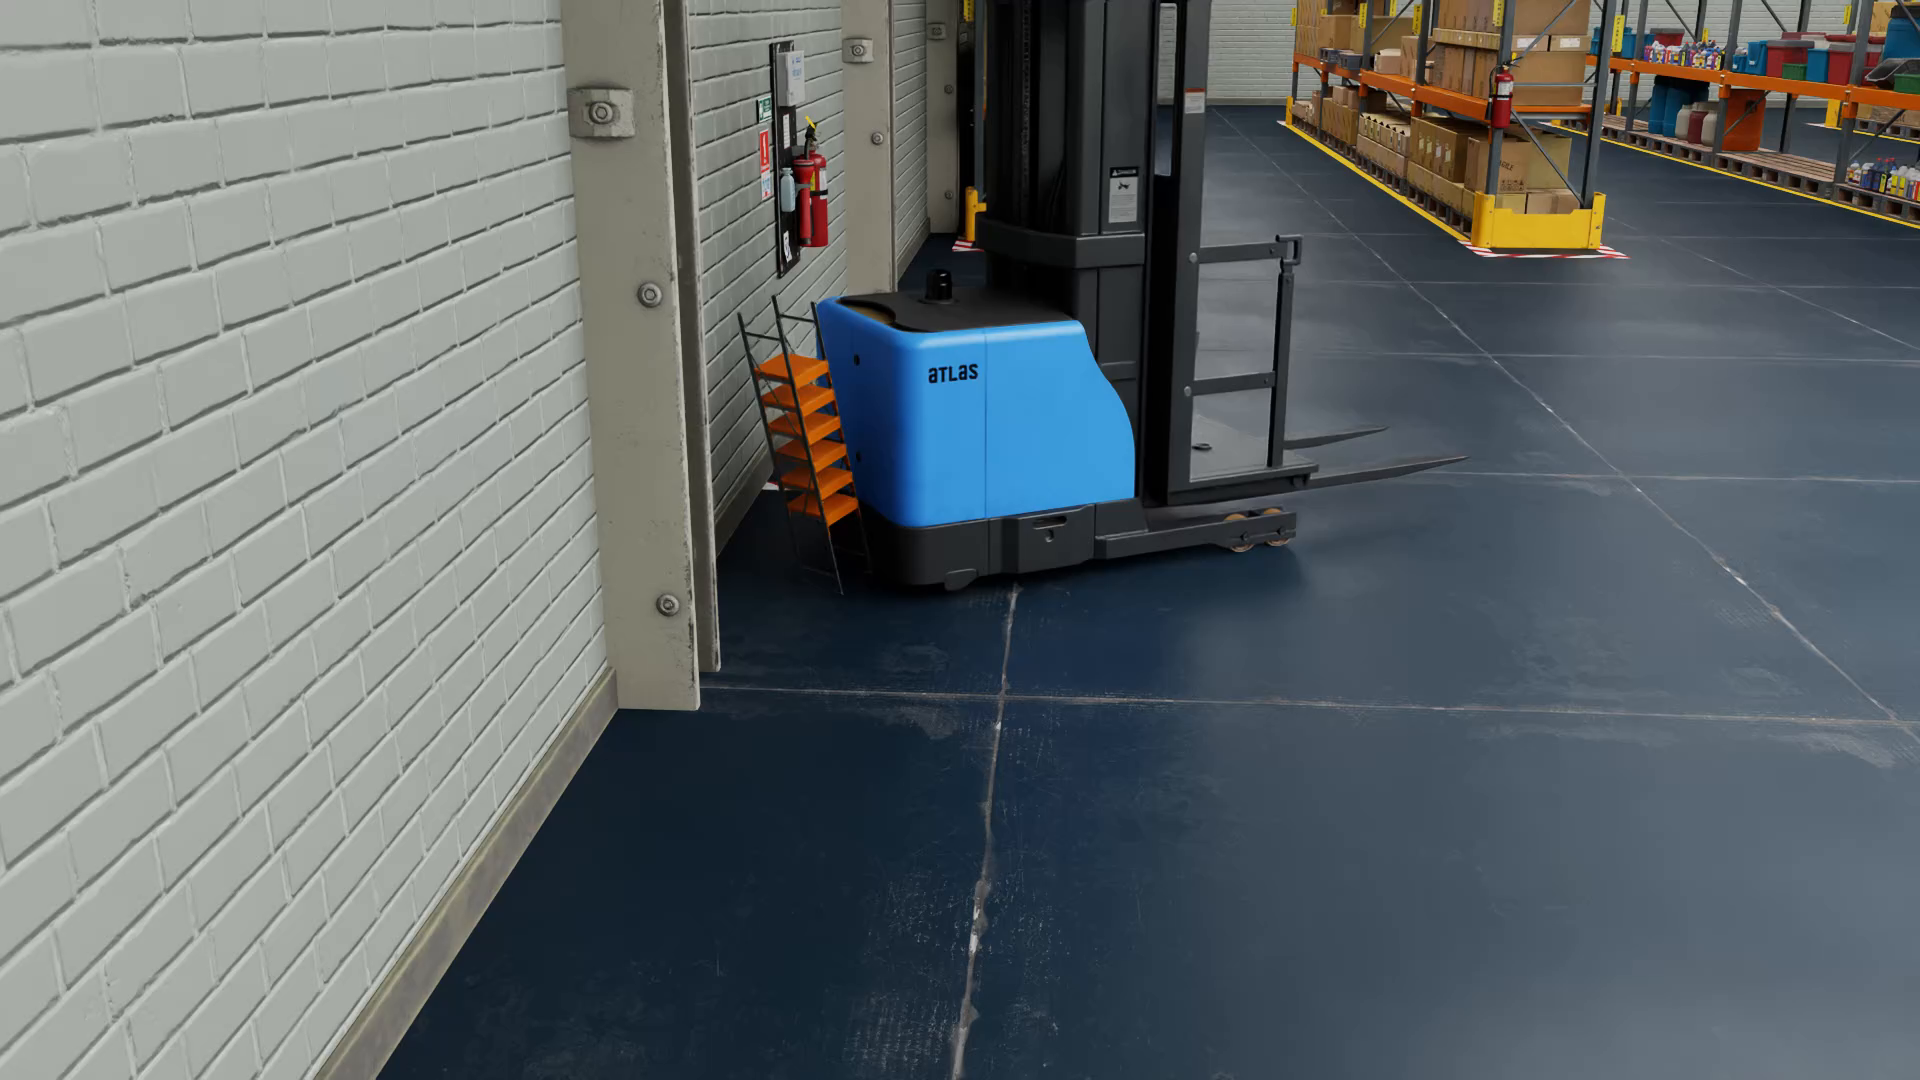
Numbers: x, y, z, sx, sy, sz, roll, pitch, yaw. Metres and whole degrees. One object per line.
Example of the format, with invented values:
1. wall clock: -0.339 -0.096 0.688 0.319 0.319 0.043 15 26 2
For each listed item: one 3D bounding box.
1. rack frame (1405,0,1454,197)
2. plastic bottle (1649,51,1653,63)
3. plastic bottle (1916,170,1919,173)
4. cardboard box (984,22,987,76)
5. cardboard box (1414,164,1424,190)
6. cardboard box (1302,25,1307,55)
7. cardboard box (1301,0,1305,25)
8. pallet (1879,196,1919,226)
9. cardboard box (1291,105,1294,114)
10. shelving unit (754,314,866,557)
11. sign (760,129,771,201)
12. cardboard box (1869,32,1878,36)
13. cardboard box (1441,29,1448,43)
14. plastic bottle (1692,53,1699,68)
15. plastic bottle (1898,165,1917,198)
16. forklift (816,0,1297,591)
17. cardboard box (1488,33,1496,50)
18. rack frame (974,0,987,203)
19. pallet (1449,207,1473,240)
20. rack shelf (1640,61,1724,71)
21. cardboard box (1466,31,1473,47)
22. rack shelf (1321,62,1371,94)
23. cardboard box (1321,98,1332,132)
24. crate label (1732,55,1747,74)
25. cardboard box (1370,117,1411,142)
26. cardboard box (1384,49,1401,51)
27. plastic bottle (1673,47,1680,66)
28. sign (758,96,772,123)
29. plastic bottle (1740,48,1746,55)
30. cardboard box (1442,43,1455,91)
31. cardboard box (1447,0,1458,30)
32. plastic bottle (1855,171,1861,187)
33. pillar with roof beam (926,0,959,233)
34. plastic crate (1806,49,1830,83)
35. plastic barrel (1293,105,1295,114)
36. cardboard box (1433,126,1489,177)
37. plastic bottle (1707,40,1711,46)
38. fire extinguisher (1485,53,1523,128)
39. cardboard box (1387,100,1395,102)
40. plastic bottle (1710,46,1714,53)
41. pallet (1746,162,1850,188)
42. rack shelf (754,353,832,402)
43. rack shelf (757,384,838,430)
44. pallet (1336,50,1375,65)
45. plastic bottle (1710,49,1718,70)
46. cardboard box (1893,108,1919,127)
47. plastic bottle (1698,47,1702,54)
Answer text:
1. rack frame: 5.867 -5.534 19.495 1.000 3.000 0.127 1 18 4
2. plastic bottle: 10.929 -7.630 26.212 0.097 0.201 0.097 0 18 0
3. plastic bottle: 10.441 -3.909 18.204 0.152 0.276 0.135 1 18 4
4. cardboard box: 0.460 -4.847 16.402 0.500 0.500 0.500 1 18 3
5. cardboard box: 5.490 -4.134 18.965 0.500 0.250 0.500 1 18 4
6. cardboard box: 6.361 -8.860 29.486 0.500 0.500 0.500 1 18 4
7. cardboard box: 6.402 -9.489 29.799 0.500 0.500 0.500 1 18 4
8. pallet: 10.632 -3.510 17.795 1.003 0.211 1.213 1 18 4
9. cardboard box: 6.354 -7.993 30.871 0.380 0.149 0.250 1 18 4
10. shelving unit: -0.602 -0.363 6.585 0.258 1.046 0.183 15 38 39
11. sign: 5.361 -4.274 15.494 11.513 0.391 16.451 1 18 4
12. cardboard box: 16.273 -8.804 29.238 0.500 0.250 0.500 1 18 3
13. cardboard box: 5.619 -5.652 18.654 0.380 0.149 0.250 1 18 2
14. plastic bottle: 10.789 -7.024 24.361 0.097 0.201 0.097 0 18 0
15. plastic bottle: 10.278 -3.883 18.003 0.144 0.351 0.185 2 18 6
16. forklift: 0.925 -1.478 7.225 3.031 2.935 1.130 -8 20 -24
17. cardboard box: 5.453 -4.931 16.452 0.380 0.149 0.250 1 18 3
18. rack frame: 0.639 -4.401 16.037 1.000 3.000 0.127 1 18 4
19. pallet: 5.593 -3.205 16.865 1.003 0.211 1.213 1 18 4
20. rack shelf: 11.237 -7.037 24.922 0.919 0.124 3.809 1 18 4
21. cardboard box: 5.526 -5.252 17.432 0.380 0.149 0.250 1 18 3
22. rack shelf: 6.297 -7.056 25.294 1.077 0.370 4.000 1 18 4
23. cardboard box: 6.162 -6.895 26.956 0.500 0.500 0.500 0 18 1
24. crate label: 10.690 -6.463 22.597 0.303 0.233 0.416 1 18 4
25. cardboard box: 5.755 -5.458 22.103 0.500 0.311 0.500 1 18 2
26. cardboard box: 6.084 -6.622 22.958 0.500 0.311 0.500 2 18 7
27. plastic bottle: 10.849 -7.315 25.138 0.097 0.271 0.097 0 18 0
28. sign: -0.953 -2.108 8.131 0.001 0.109 0.331 1 18 4
29. plastic bottle: 11.565 -7.125 24.556 0.097 0.271 0.097 0 18 0
30. cardboard box: 5.810 -5.280 18.558 0.700 0.500 0.500 1 18 3
31. cardboard box: 5.806 -5.903 18.377 0.700 0.500 0.500 1 18 4
32. plastic bottle: 10.332 -4.149 19.056 0.097 0.201 0.097 0 18 0
33. pillar with roof beam: 4.120 -7.393 15.532 9.100 9.000 0.400 1 18 4
34. plastic crate: 10.576 -5.764 20.223 0.392 0.384 0.575 1 18 4
35. plastic barrel: 8.553 -7.834 25.034 5.570 3.481 10.597 1 18 4
36. cardboard box: 5.416 -4.180 17.900 0.500 0.500 0.500 1 18 4
37. plastic bottle: 11.641 -7.591 25.850 0.144 0.351 0.185 1 18 4
38. fire extinguisher: 5.108 -4.229 15.635 0.296 0.674 0.183 1 18 4
39. cardboard box: 6.647 -6.727 26.443 0.500 0.500 0.500 1 18 4
40. plastic bottle: 11.477 -7.401 25.400 0.097 0.271 0.097 0 18 0
41. pallet: 10.909 -4.722 21.494 1.003 0.211 1.213 1 18 4
42. rack shelf: -0.653 -0.636 6.435 0.258 0.103 0.180 15 38 39
43. rack shelf: -0.634 -0.532 6.491 0.258 0.103 0.180 15 38 39
44. pallet: 6.288 -7.289 25.159 1.003 0.211 1.213 1 18 4
45. plastic bottle: 10.714 -6.816 23.594 0.061 0.283 0.133 1 18 4
46. cardboard box: 16.512 -7.469 28.137 0.875 0.875 0.875 1 18 4
47. plastic bottle: 10.936 -7.153 24.624 0.061 0.283 0.133 1 18 4
